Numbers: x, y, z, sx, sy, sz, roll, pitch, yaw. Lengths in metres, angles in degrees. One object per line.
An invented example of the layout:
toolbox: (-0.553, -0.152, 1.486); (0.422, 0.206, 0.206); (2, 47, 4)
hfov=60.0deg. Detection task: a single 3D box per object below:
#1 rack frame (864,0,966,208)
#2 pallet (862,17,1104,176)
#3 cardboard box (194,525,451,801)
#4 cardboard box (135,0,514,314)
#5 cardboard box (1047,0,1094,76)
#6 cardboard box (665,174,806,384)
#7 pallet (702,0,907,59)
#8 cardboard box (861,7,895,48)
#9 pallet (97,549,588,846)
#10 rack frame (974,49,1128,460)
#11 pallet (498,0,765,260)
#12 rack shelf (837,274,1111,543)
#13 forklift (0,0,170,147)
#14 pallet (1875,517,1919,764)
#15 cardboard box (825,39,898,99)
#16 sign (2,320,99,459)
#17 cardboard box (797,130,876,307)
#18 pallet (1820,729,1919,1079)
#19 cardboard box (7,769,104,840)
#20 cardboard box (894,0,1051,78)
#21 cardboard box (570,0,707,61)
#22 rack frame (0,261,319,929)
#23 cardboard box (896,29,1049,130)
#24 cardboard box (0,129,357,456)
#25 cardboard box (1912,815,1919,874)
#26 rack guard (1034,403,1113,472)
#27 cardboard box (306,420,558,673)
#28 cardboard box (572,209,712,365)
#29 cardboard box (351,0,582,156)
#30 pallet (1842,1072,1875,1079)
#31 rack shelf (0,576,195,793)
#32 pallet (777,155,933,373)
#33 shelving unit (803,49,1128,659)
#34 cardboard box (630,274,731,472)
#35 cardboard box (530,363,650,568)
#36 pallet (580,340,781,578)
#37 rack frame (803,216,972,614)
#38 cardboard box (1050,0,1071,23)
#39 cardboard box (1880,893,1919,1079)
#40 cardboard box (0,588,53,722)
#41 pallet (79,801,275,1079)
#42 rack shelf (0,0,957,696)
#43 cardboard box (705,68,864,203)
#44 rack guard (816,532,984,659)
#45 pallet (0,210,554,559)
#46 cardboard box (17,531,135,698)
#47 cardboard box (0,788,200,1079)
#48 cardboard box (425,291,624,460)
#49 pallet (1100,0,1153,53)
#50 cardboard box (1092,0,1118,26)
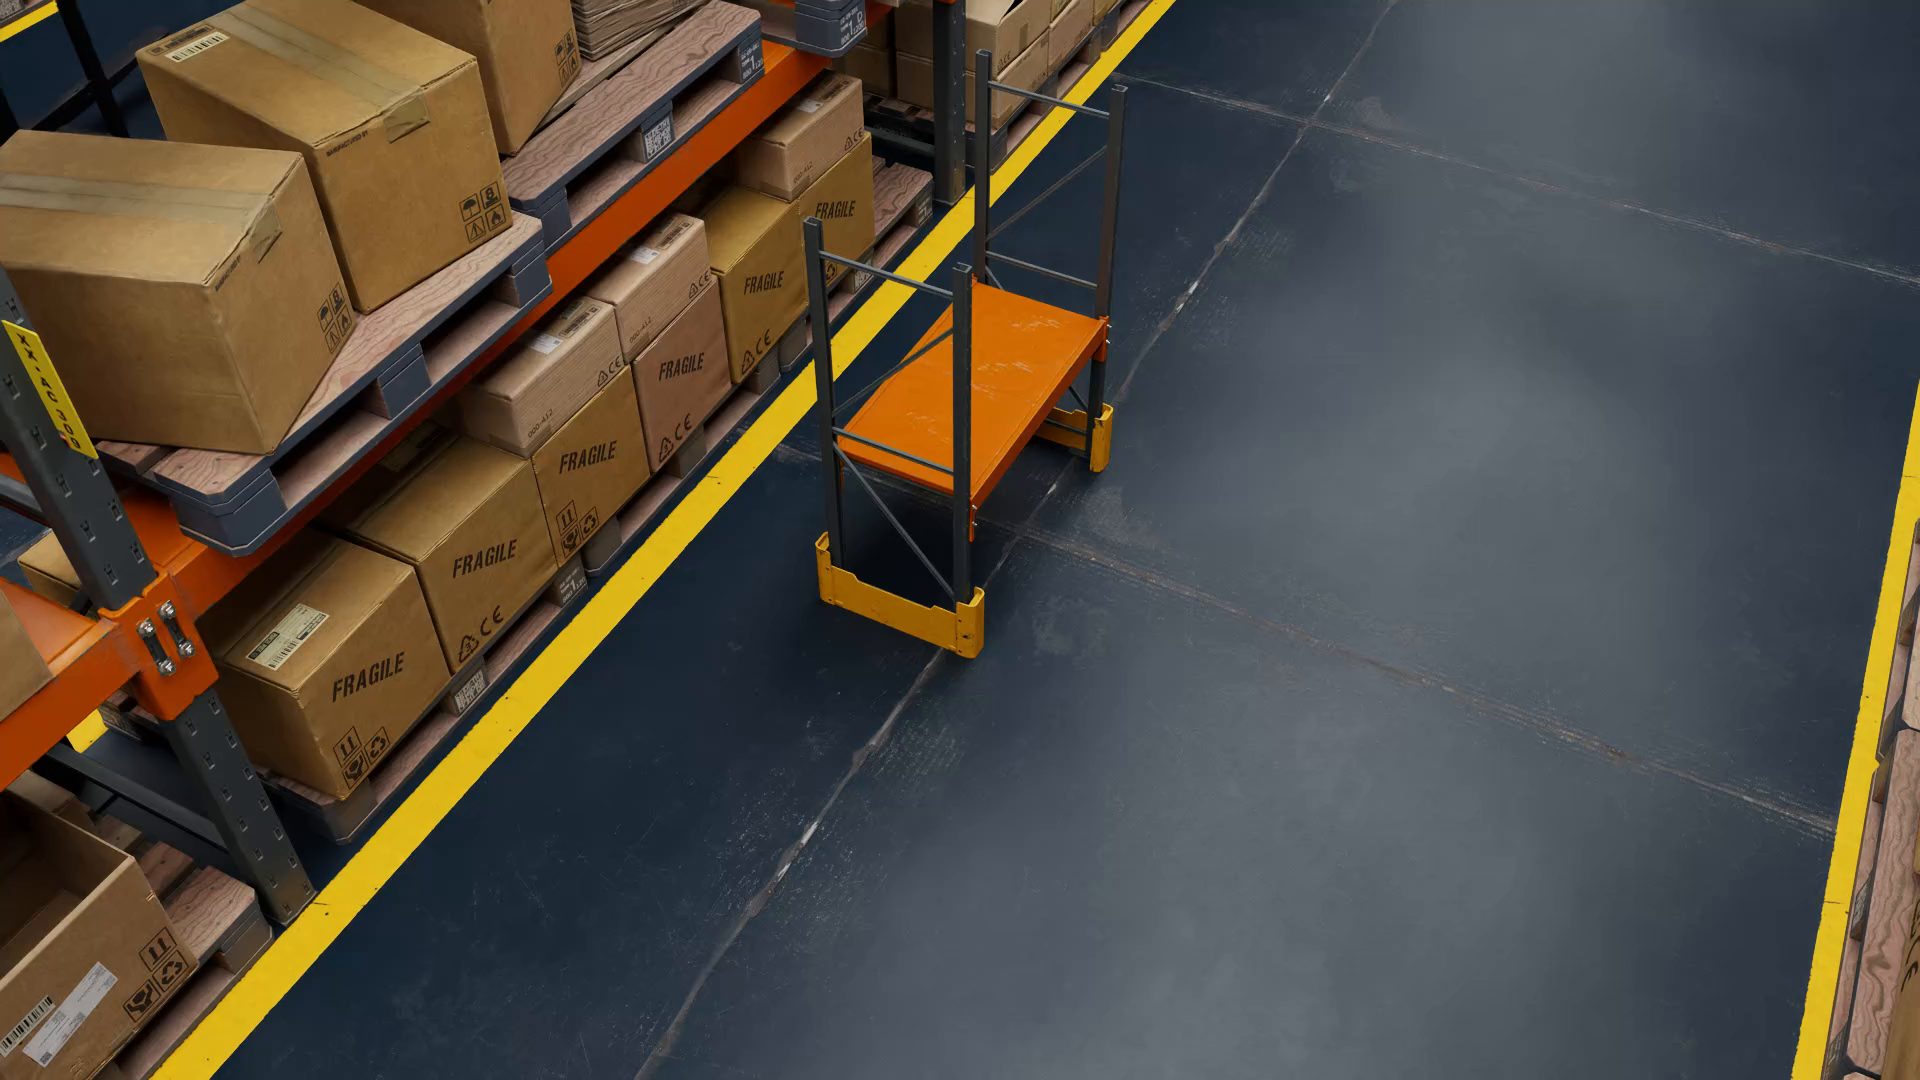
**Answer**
rack frame: (-0.446, -2.687, 6.297); (1.000, 3.000, 0.127); (20, 49, 19)
pallet: (-0.029, -2.213, 7.788); (1.003, 0.211, 1.213); (20, 49, 19)
cardboard box: (-1.863, 0.333, 4.760); (0.500, 0.500, 0.500); (18, 48, 17)
cardboard box: (-1.622, -1.029, 4.292); (0.700, 0.500, 0.500); (28, 52, 25)
cardboard box: (0.290, -2.418, 7.669); (0.500, 0.250, 0.500); (19, 48, 18)
cardboard box: (-0.913, -0.970, 6.048); (0.500, 0.500, 0.500); (19, 48, 18)
pallet: (-0.699, -2.169, 5.920); (1.213, 0.211, 1.003); (20, 49, 19)
cardboard box: (-0.421, -2.477, 7.332); (0.500, 0.311, 0.500); (22, 49, 20)
pallet: (-1.959, 0.288, 5.317); (1.003, 0.211, 1.213); (20, 49, 19)
rack frame: (0.276, -0.901, 5.586); (0.500, 1.500, 0.032); (20, 49, 19)
pallet: (-1.345, -1.393, 5.153); (1.003, 0.211, 1.213); (20, 49, 19)
rack shelf: (0.040, -0.455, 5.398); (0.538, 0.185, 1.000); (20, 49, 19)
forklift: (-3.883, -2.189, 5.853); (1.130, 2.935, 3.031); (12, 47, 12)
pallet: (3.510, 0.398, 5.208); (1.003, 0.211, 1.213); (20, 49, 19)
cardboard box: (-0.418, -2.280, 7.532); (0.500, 0.250, 0.500); (22, 49, 20)
sign: (-1.819, -0.297, 3.326); (0.100, 0.325, 0.005); (20, 49, 19)
cardboard box: (-0.672, -1.296, 6.370); (0.500, 0.500, 0.500); (22, 49, 21)
pallet: (2.943, 1.164, 4.451); (1.003, 0.211, 1.213); (20, 49, 19)
cardboard box: (-2.689, 0.816, 4.415); (0.500, 0.311, 0.500); (20, 49, 19)
cardboard box: (0.057, -2.298, 7.156); (0.500, 0.311, 0.500); (22, 49, 20)
cardboard box: (-1.232, -1.923, 5.176); (0.700, 0.500, 0.500); (30, 52, 26)
rack frame: (-2.303, -0.167, 3.806); (1.000, 3.000, 0.127); (20, 49, 19)
cardboard box: (0.057, -2.101, 7.356); (0.500, 0.250, 0.500); (20, 49, 19)
cardboard box: (-1.885, -0.574, 3.843); (0.700, 0.500, 0.500); (6, 46, 6)
cardboard box: (3.073, 0.524, 4.339); (0.750, 0.750, 0.750); (20, 49, 19)
rack guard: (0.267, -0.450, 6.019); (0.587, 0.250, 0.087); (20, 49, 19)
cardboard box: (-1.625, -0.007, 5.096); (0.500, 0.500, 0.500); (21, 49, 20)
cardboard box: (-1.166, -0.877, 5.429); (0.500, 0.250, 0.500); (20, 49, 18)
cardboard box: (-1.538, -1.483, 4.741); (0.700, 0.500, 0.500); (9, 46, 9)
pallet: (2.378, 1.935, 3.689); (1.003, 0.211, 1.213); (20, 49, 19)
rack shelf: (-3.231, 1.346, 2.817); (1.077, 0.370, 4.000); (20, 49, 19)
pallet: (-0.826, -1.249, 6.836); (1.003, 0.211, 1.213); (20, 49, 19)
shelving unit: (0.035, -0.575, 5.264); (0.587, 1.500, 1.083); (20, 49, 19)
cardboard box: (-1.151, -0.638, 5.719); (0.500, 0.500, 0.500); (19, 48, 18)
cardboard box: (-1.386, -0.319, 5.405); (0.500, 0.500, 0.500); (21, 49, 20)
pallet: (-1.394, -0.483, 6.079); (1.003, 0.211, 1.213); (20, 49, 19)
rack frame: (-0.196, -0.261, 4.953); (0.500, 1.500, 0.032); (20, 49, 19)
cardboard box: (0.293, -2.632, 7.486); (0.500, 0.311, 0.500); (19, 48, 18)
cardboard box: (2.683, 1.061, 3.809); (0.750, 0.750, 0.750); (22, 49, 20)
cardboard box: (-2.308, 0.197, 3.376); (0.500, 0.500, 0.500); (21, 49, 20)
pallet: (-2.623, 1.245, 4.371); (1.003, 0.211, 1.213); (20, 49, 19)
rack shelf: (-1.375, -1.174, 5.307); (1.077, 0.370, 4.000); (20, 49, 19)
cardboard box: (-0.695, -1.523, 6.067); (0.500, 0.250, 0.500); (22, 49, 21)
rack guard: (-0.196, 0.178, 5.398); (0.587, 0.250, 0.087); (20, 49, 19)
pallet: (-1.835, -0.567, 4.336); (1.003, 0.211, 1.213); (20, 49, 19)
cardboard box: (-2.328, 0.151, 4.940); (0.500, 0.500, 0.500); (20, 49, 19)
cardboard box: (-2.316, 1.009, 4.091); (0.500, 0.500, 0.500); (20, 49, 19)
cardboard box: (-1.398, -0.561, 5.116); (0.500, 0.250, 0.500); (21, 49, 19)
pallet: (0.538, -2.978, 8.545); (1.003, 0.211, 1.213); (20, 49, 19)
cardboard box: (0.526, -2.748, 7.994); (0.500, 0.250, 0.500); (19, 48, 18)
